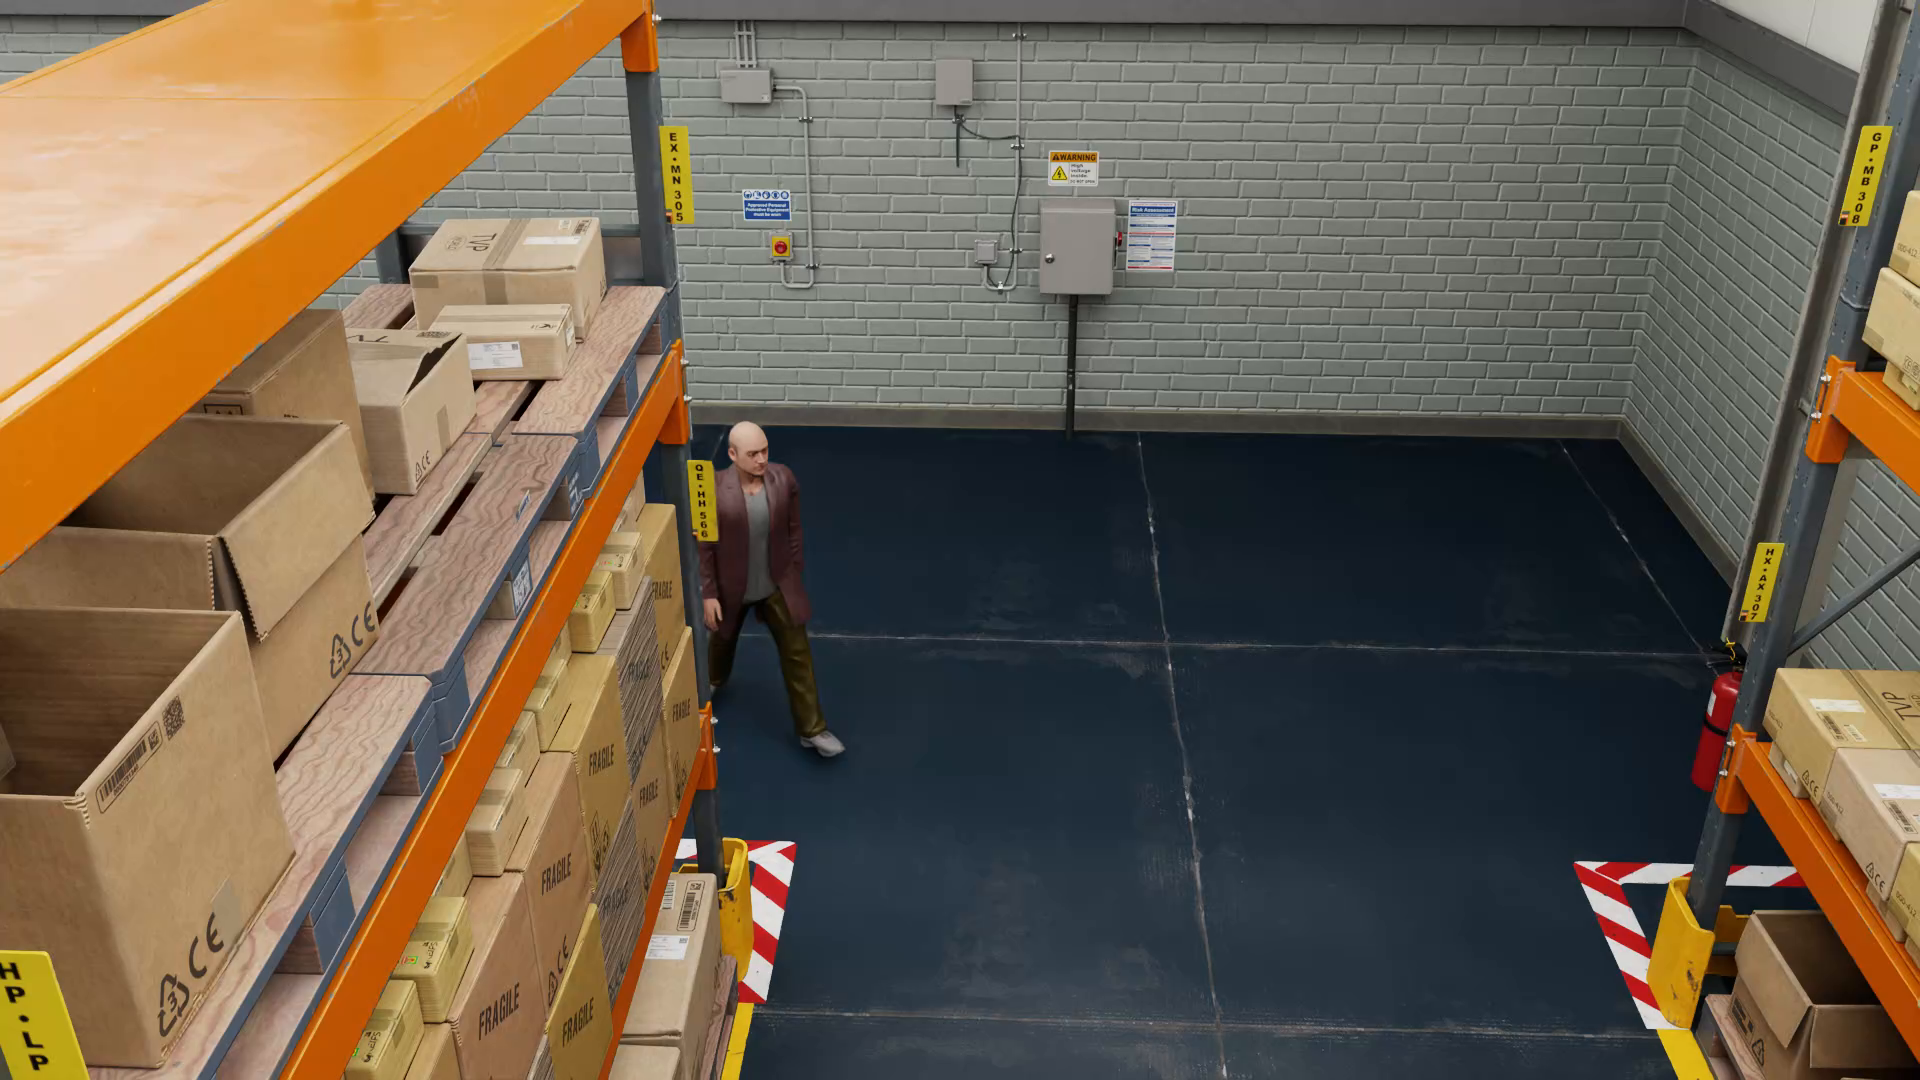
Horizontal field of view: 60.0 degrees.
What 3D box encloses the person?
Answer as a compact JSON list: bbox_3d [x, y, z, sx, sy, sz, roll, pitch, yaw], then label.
[{"bbox_3d":[-1.040,0.214,8.234,0.652,1.749,1.006,-10,29,-18],"label":"person"}]
